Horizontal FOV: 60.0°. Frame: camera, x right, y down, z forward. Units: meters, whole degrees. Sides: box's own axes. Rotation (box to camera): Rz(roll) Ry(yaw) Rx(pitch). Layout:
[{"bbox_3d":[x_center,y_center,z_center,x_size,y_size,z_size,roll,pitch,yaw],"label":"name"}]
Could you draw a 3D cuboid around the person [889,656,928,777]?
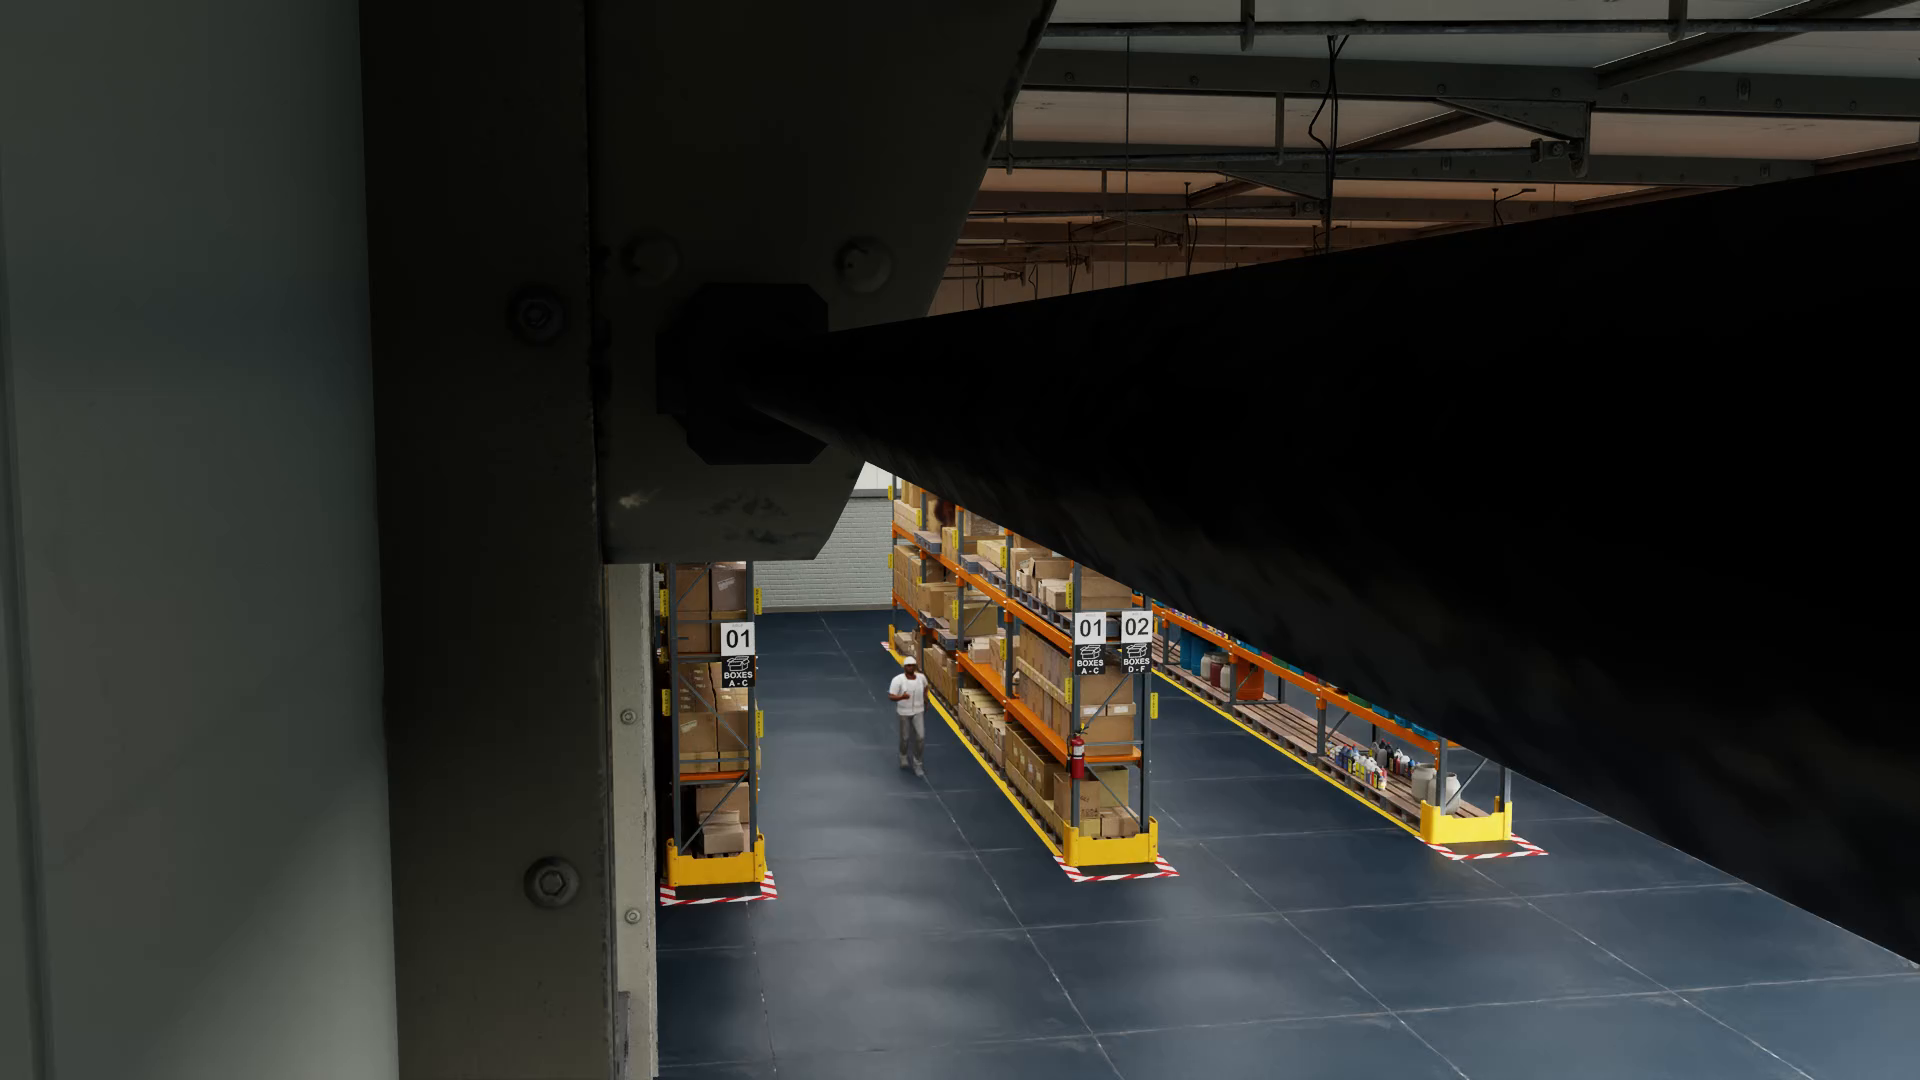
[{"bbox_3d":[-0.763,2.688,25.544,0.677,1.823,0.737,-2,6,-15],"label":"person"}]
